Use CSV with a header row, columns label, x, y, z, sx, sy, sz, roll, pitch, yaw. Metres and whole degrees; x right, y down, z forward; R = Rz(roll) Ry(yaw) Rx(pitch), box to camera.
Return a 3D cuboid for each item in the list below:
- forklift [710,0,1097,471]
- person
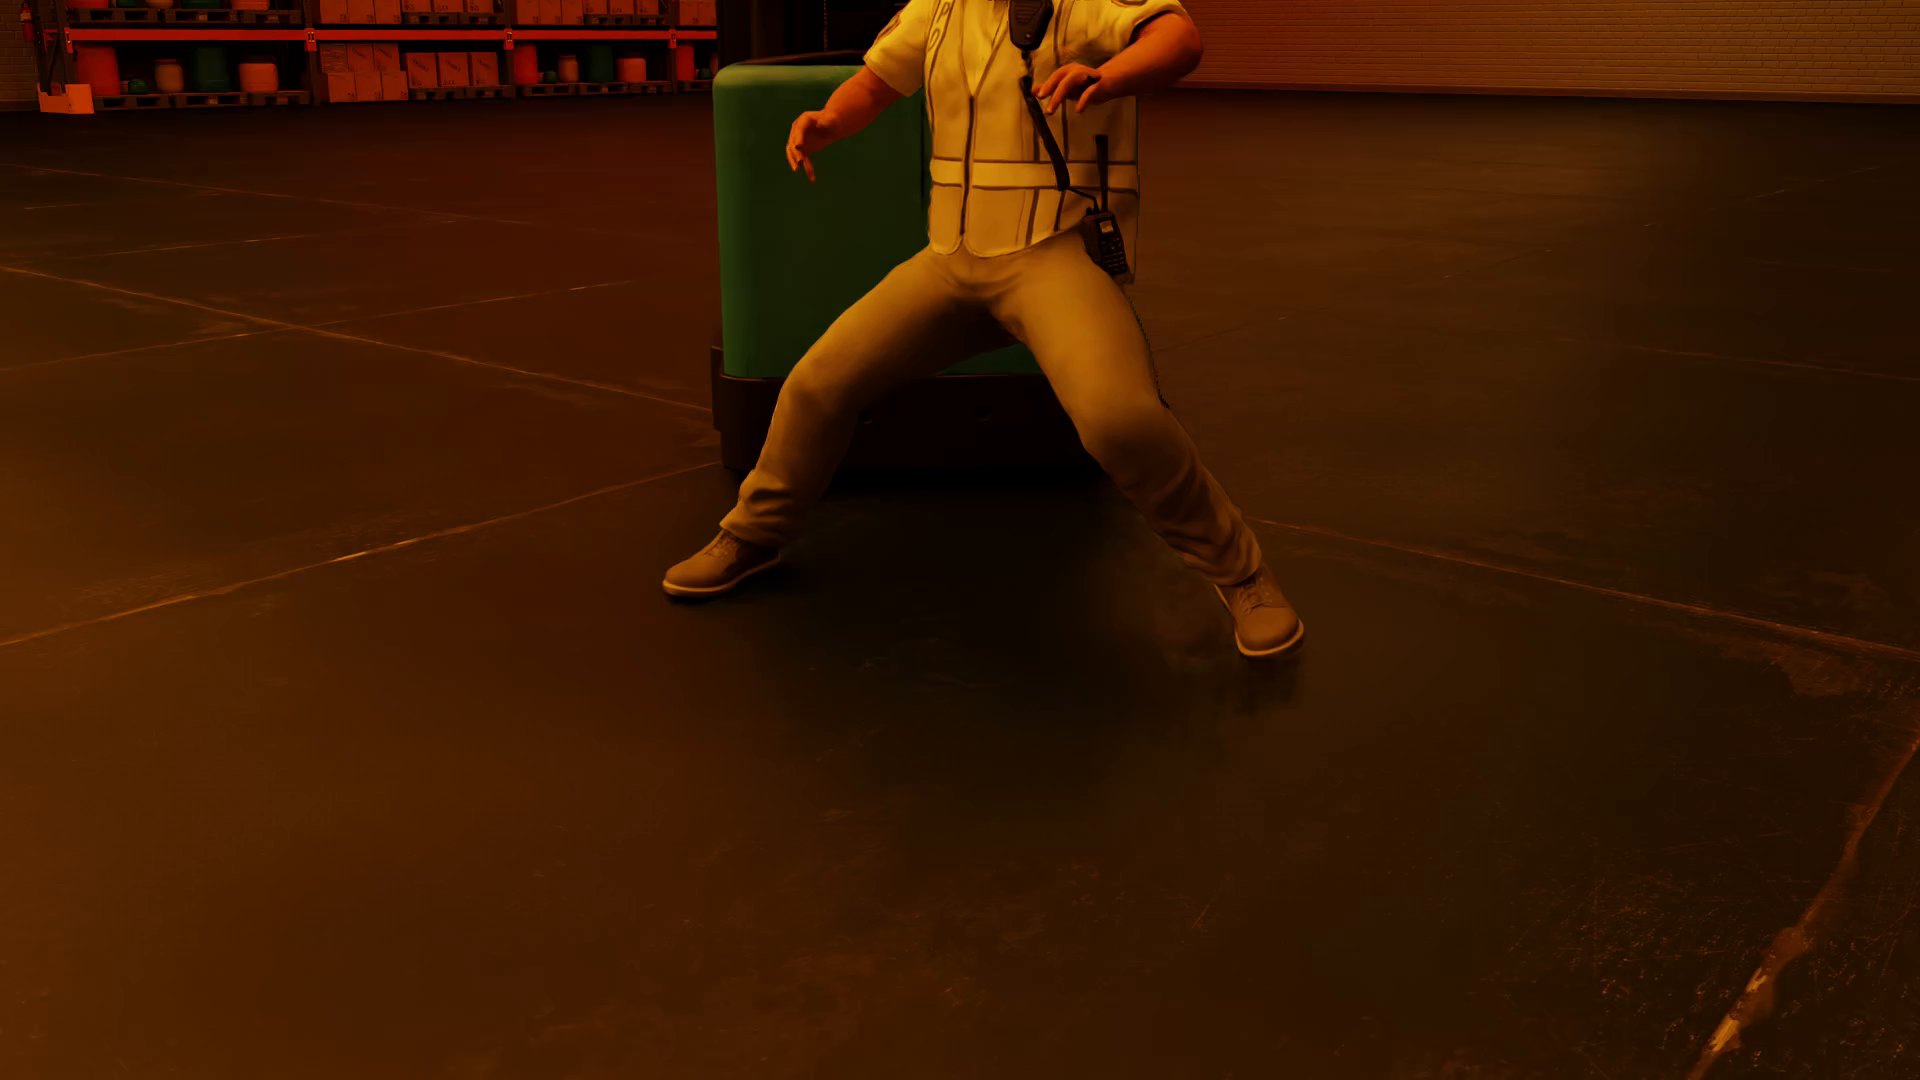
label,x,y,z,sx,sy,sz,roll,pitch,yaw
forklift,-0.238,-1.959,5.349,1.130,2.935,3.031,-2,17,-5
person,0.044,-0.574,3.180,1.278,1.538,0.743,15,23,41
